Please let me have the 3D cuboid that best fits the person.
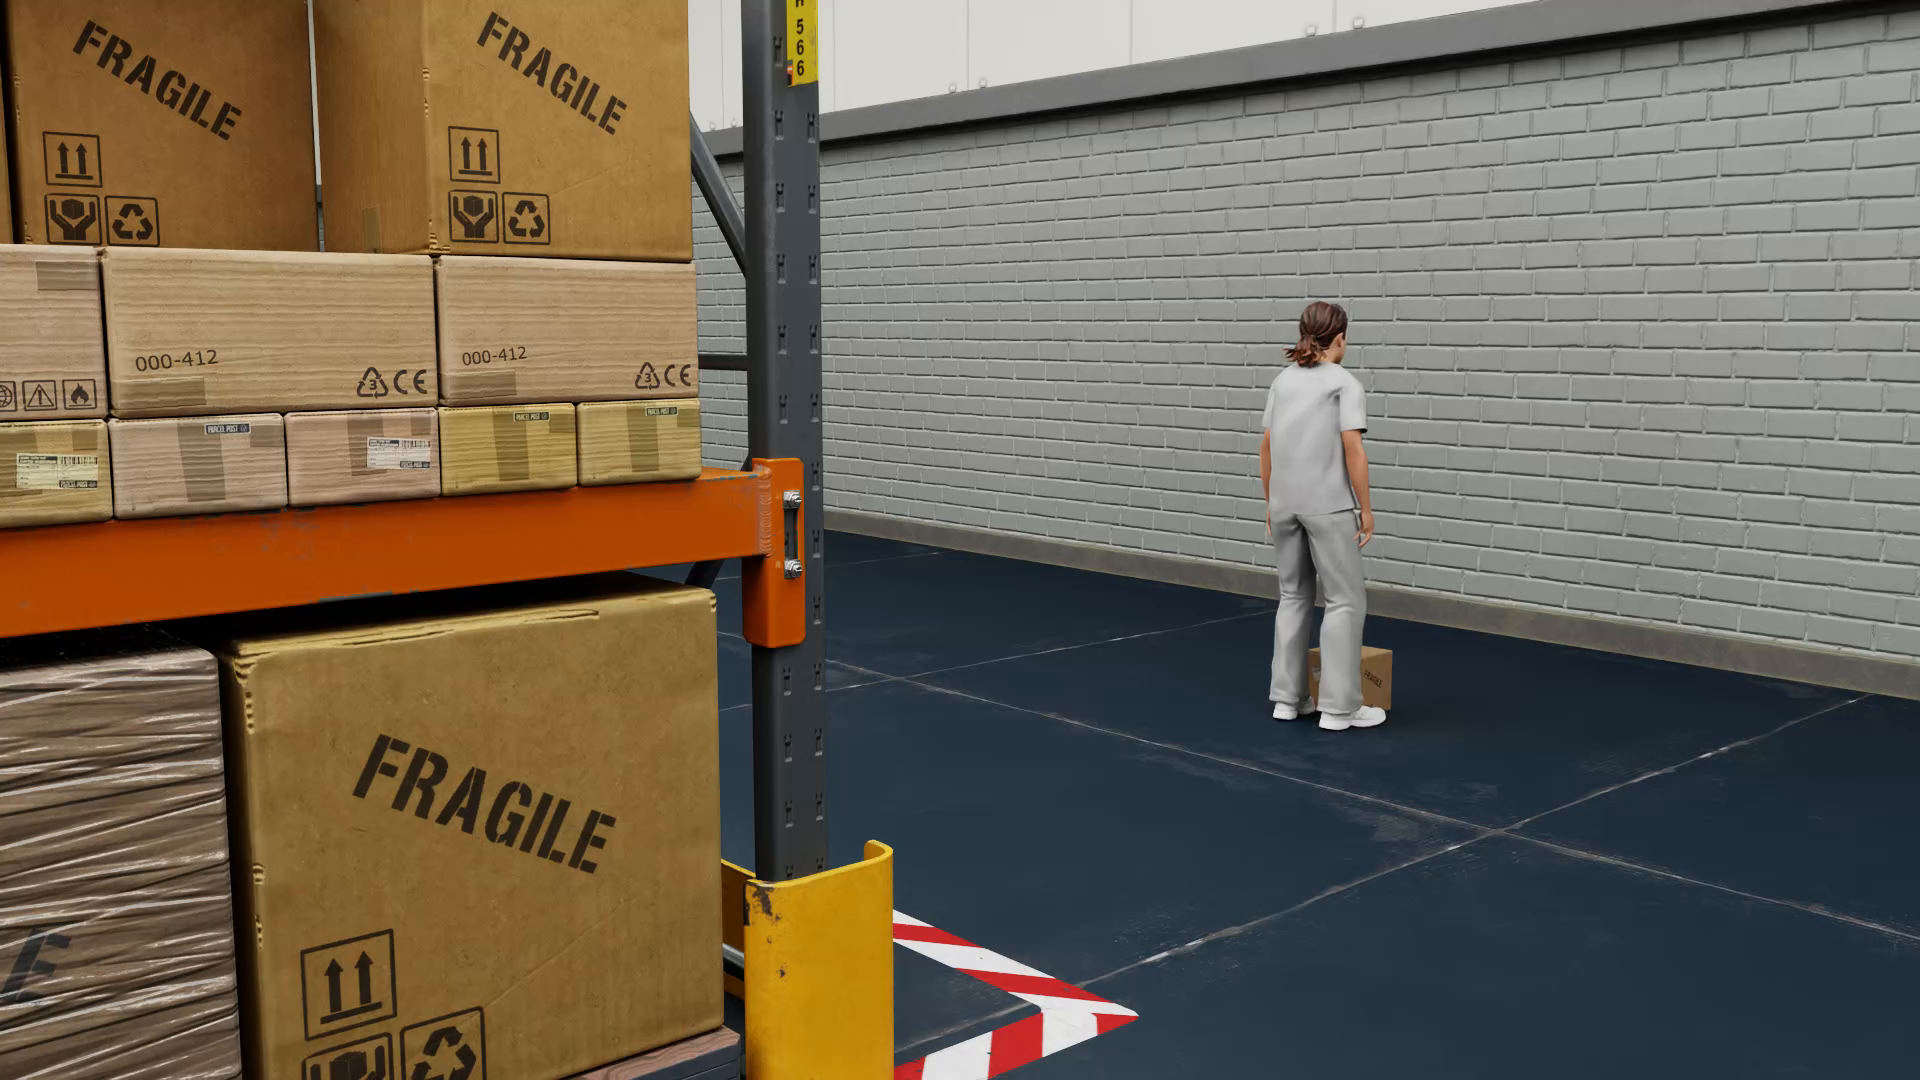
[{"bbox_3d":[1.422,-0.105,6.594,0.366,1.671,0.504,-7,10,-44],"label":"person"}]
